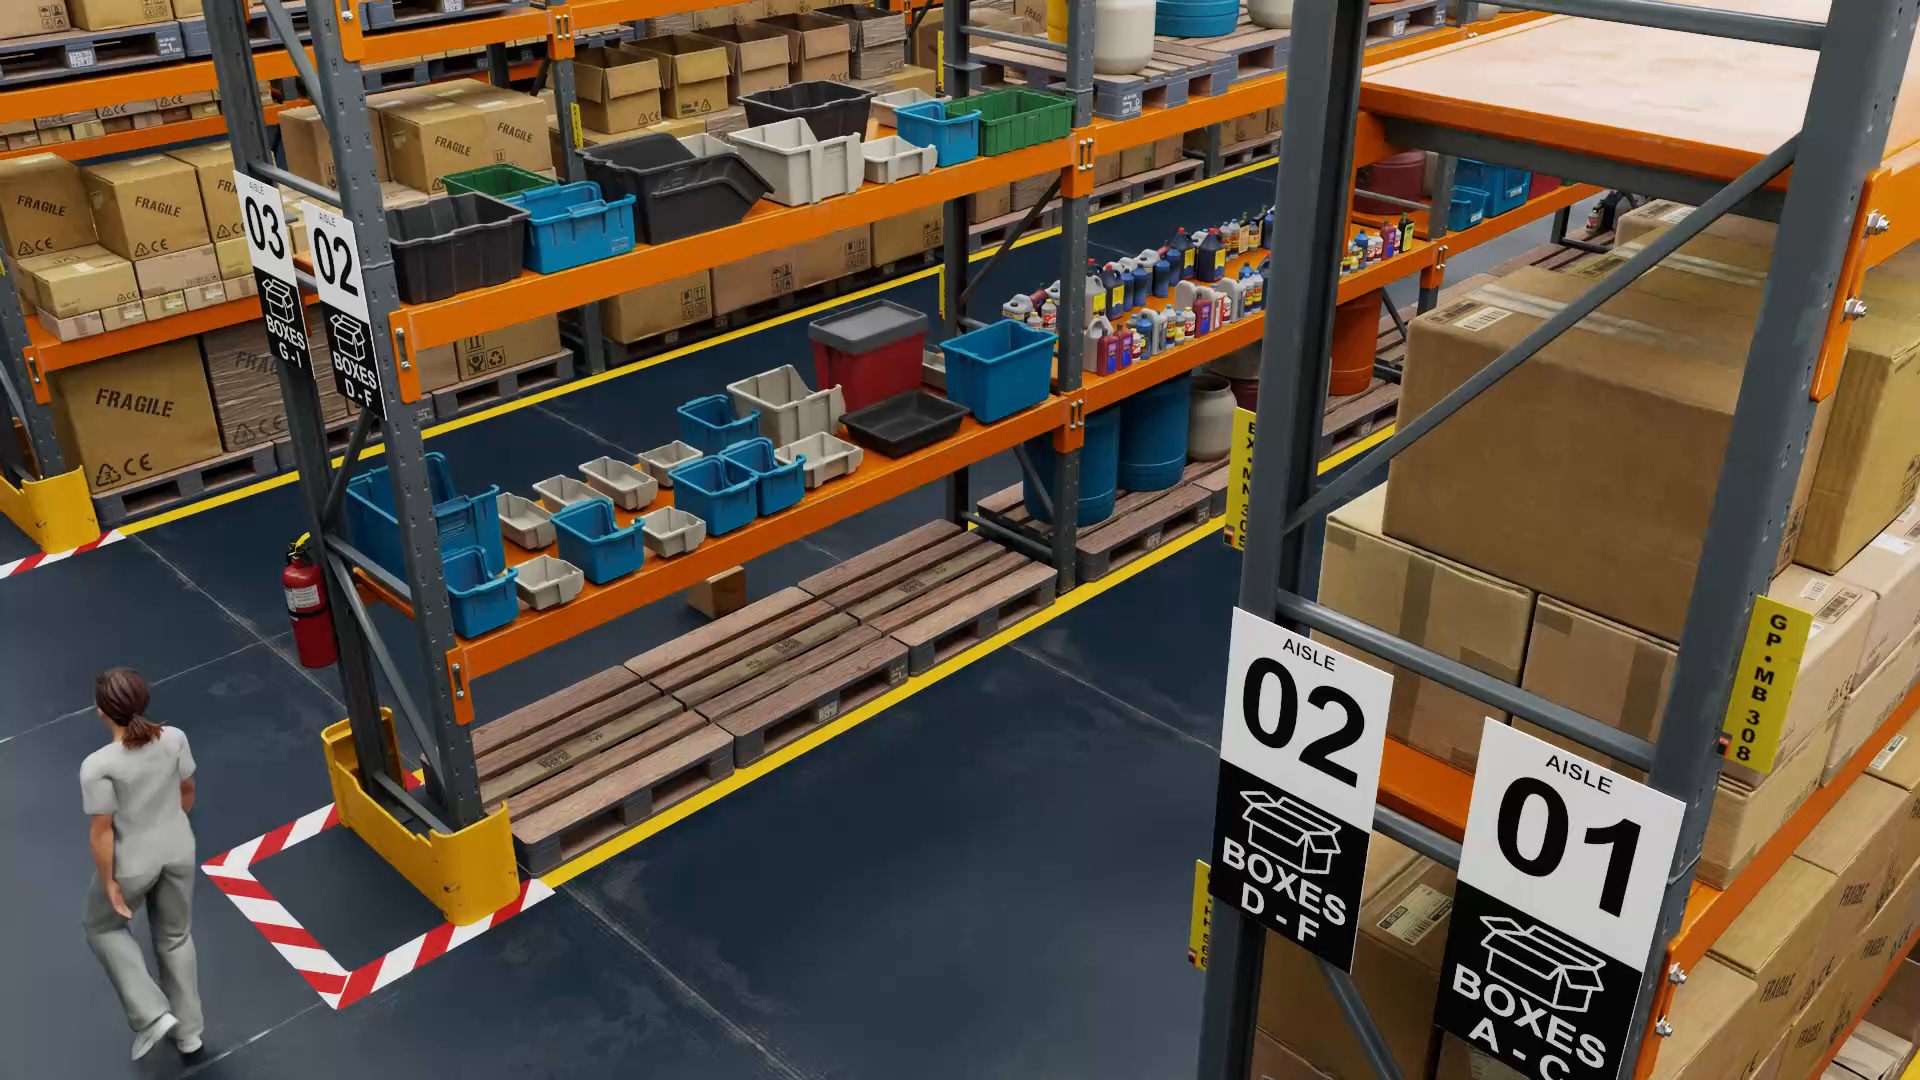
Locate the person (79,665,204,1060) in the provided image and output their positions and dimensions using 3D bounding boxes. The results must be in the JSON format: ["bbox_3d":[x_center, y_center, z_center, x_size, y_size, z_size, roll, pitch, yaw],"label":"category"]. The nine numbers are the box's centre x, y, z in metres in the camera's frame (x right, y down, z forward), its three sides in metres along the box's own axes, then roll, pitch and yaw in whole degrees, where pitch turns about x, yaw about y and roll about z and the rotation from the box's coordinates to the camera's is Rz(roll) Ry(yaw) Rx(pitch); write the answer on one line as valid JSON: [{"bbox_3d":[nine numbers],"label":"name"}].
[{"bbox_3d":[-3.176,1.254,6.492,0.432,1.658,0.537,22,35,36],"label":"person"}]
